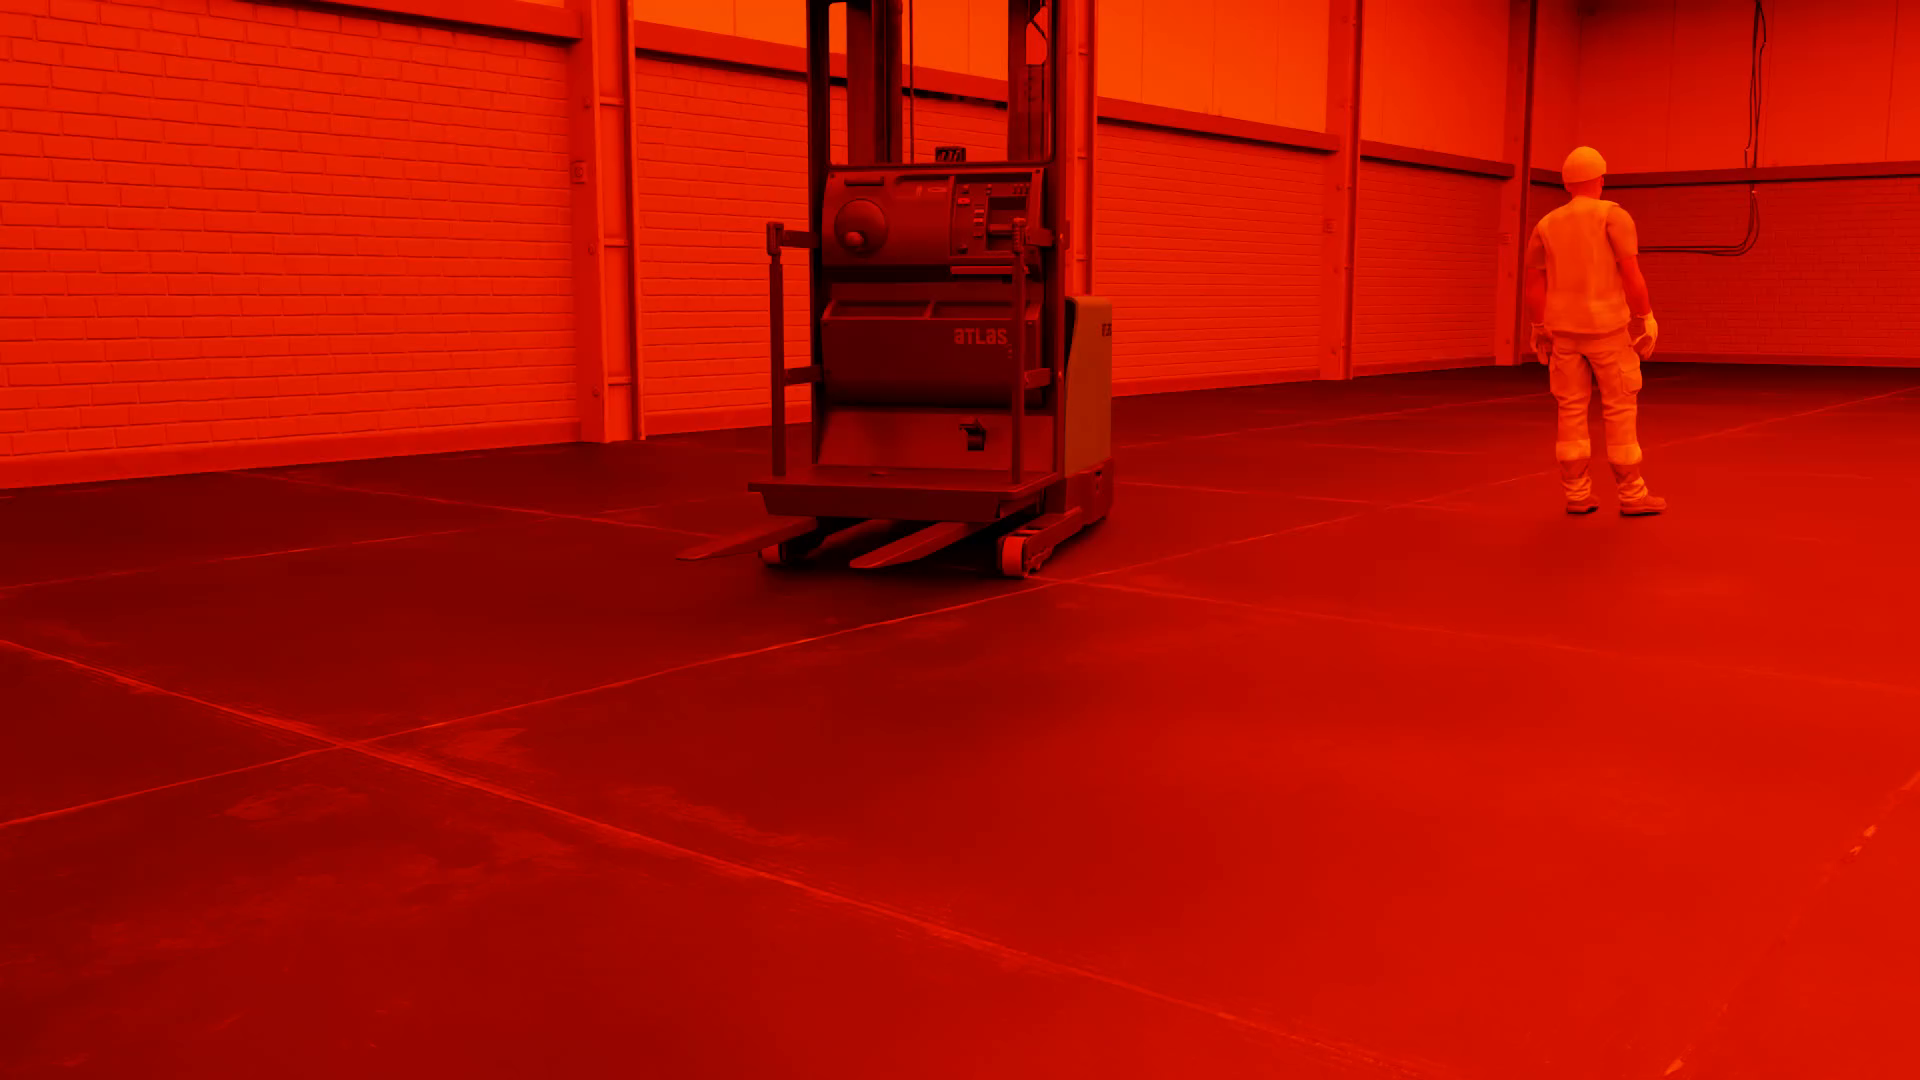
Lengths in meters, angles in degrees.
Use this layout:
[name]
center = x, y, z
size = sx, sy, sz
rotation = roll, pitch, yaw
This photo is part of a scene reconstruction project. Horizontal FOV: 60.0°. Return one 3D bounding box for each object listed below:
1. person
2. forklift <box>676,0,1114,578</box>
[person]
center = 3.159, -1.034, 8.246
size = 0.564, 1.787, 0.638
rotation = -8, 11, -42
[forklift]
center = -0.176, -1.366, 6.616
size = 1.130, 2.935, 3.031
rotation = 3, 9, 17
